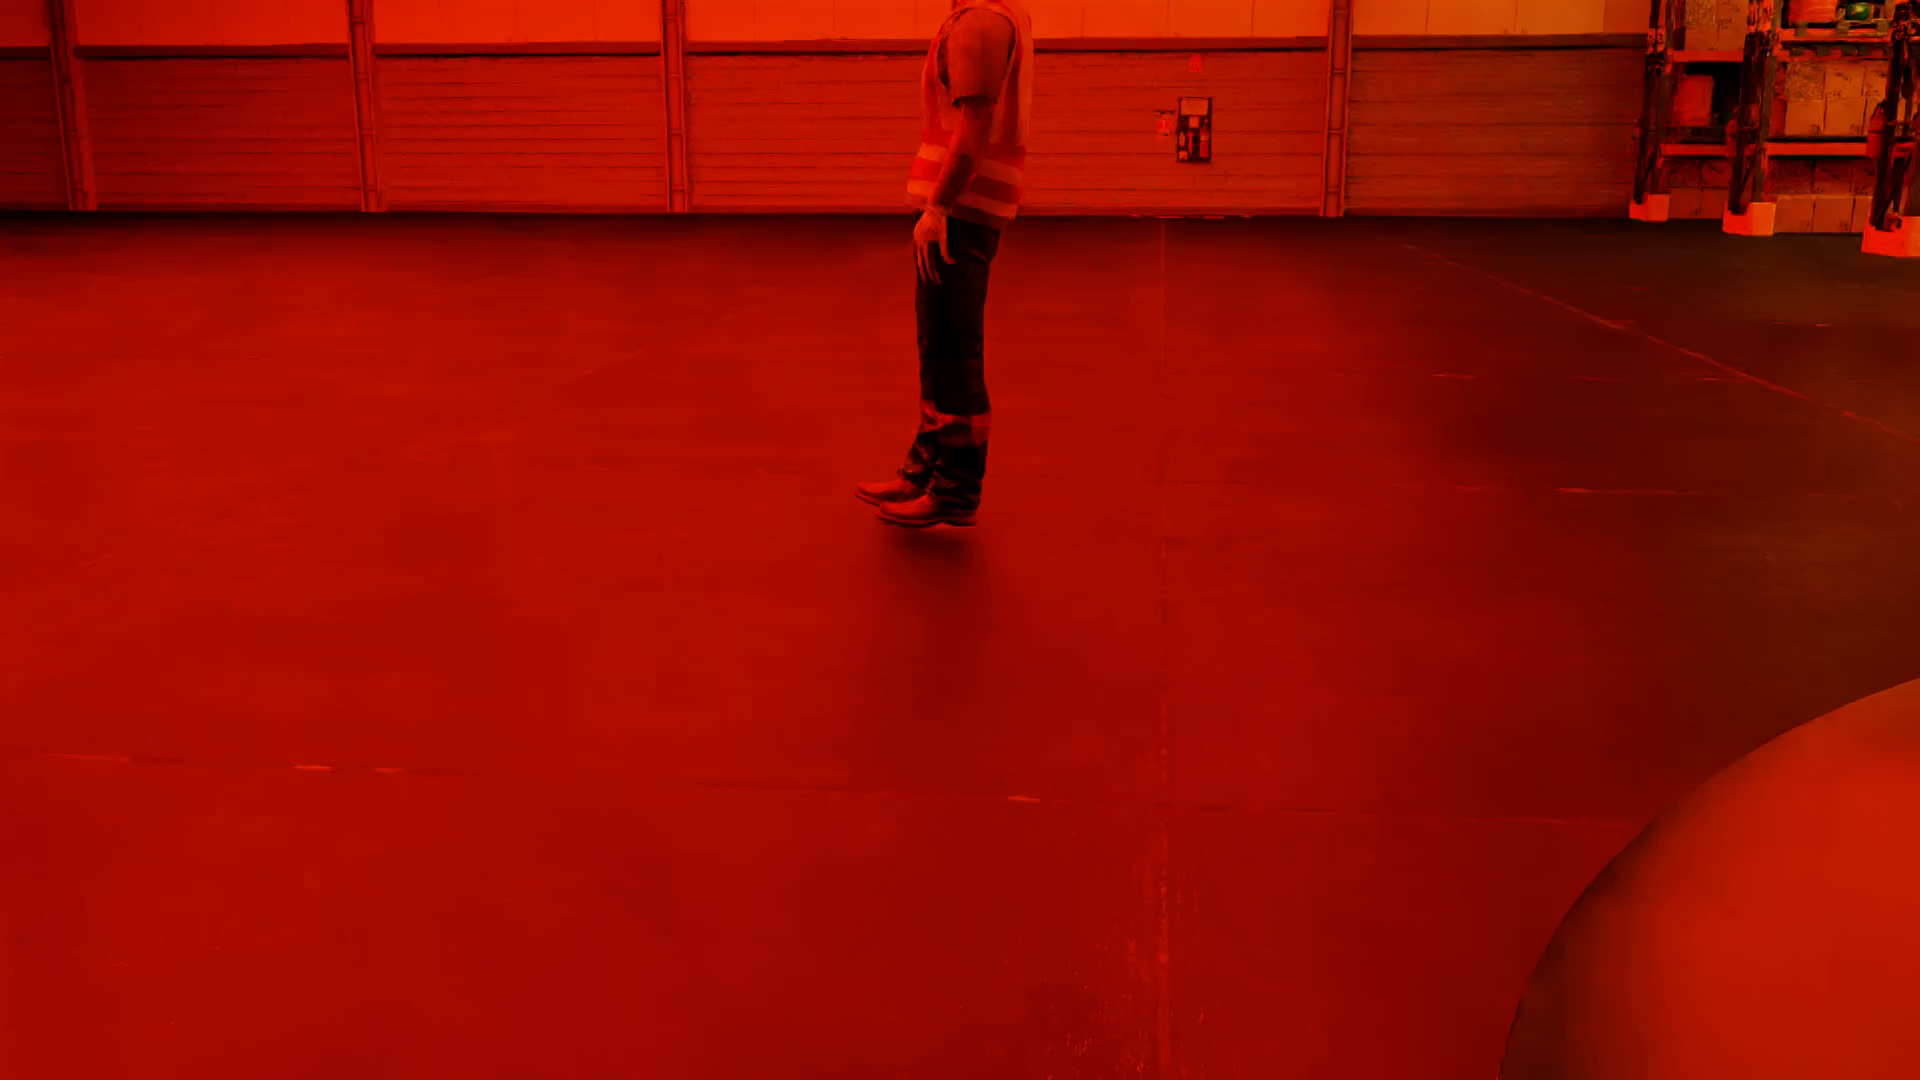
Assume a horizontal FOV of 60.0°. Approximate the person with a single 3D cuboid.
[{"bbox_3d":[-0.078,-0.921,4.752,0.563,1.787,0.637,2,13,7],"label":"person"}]
